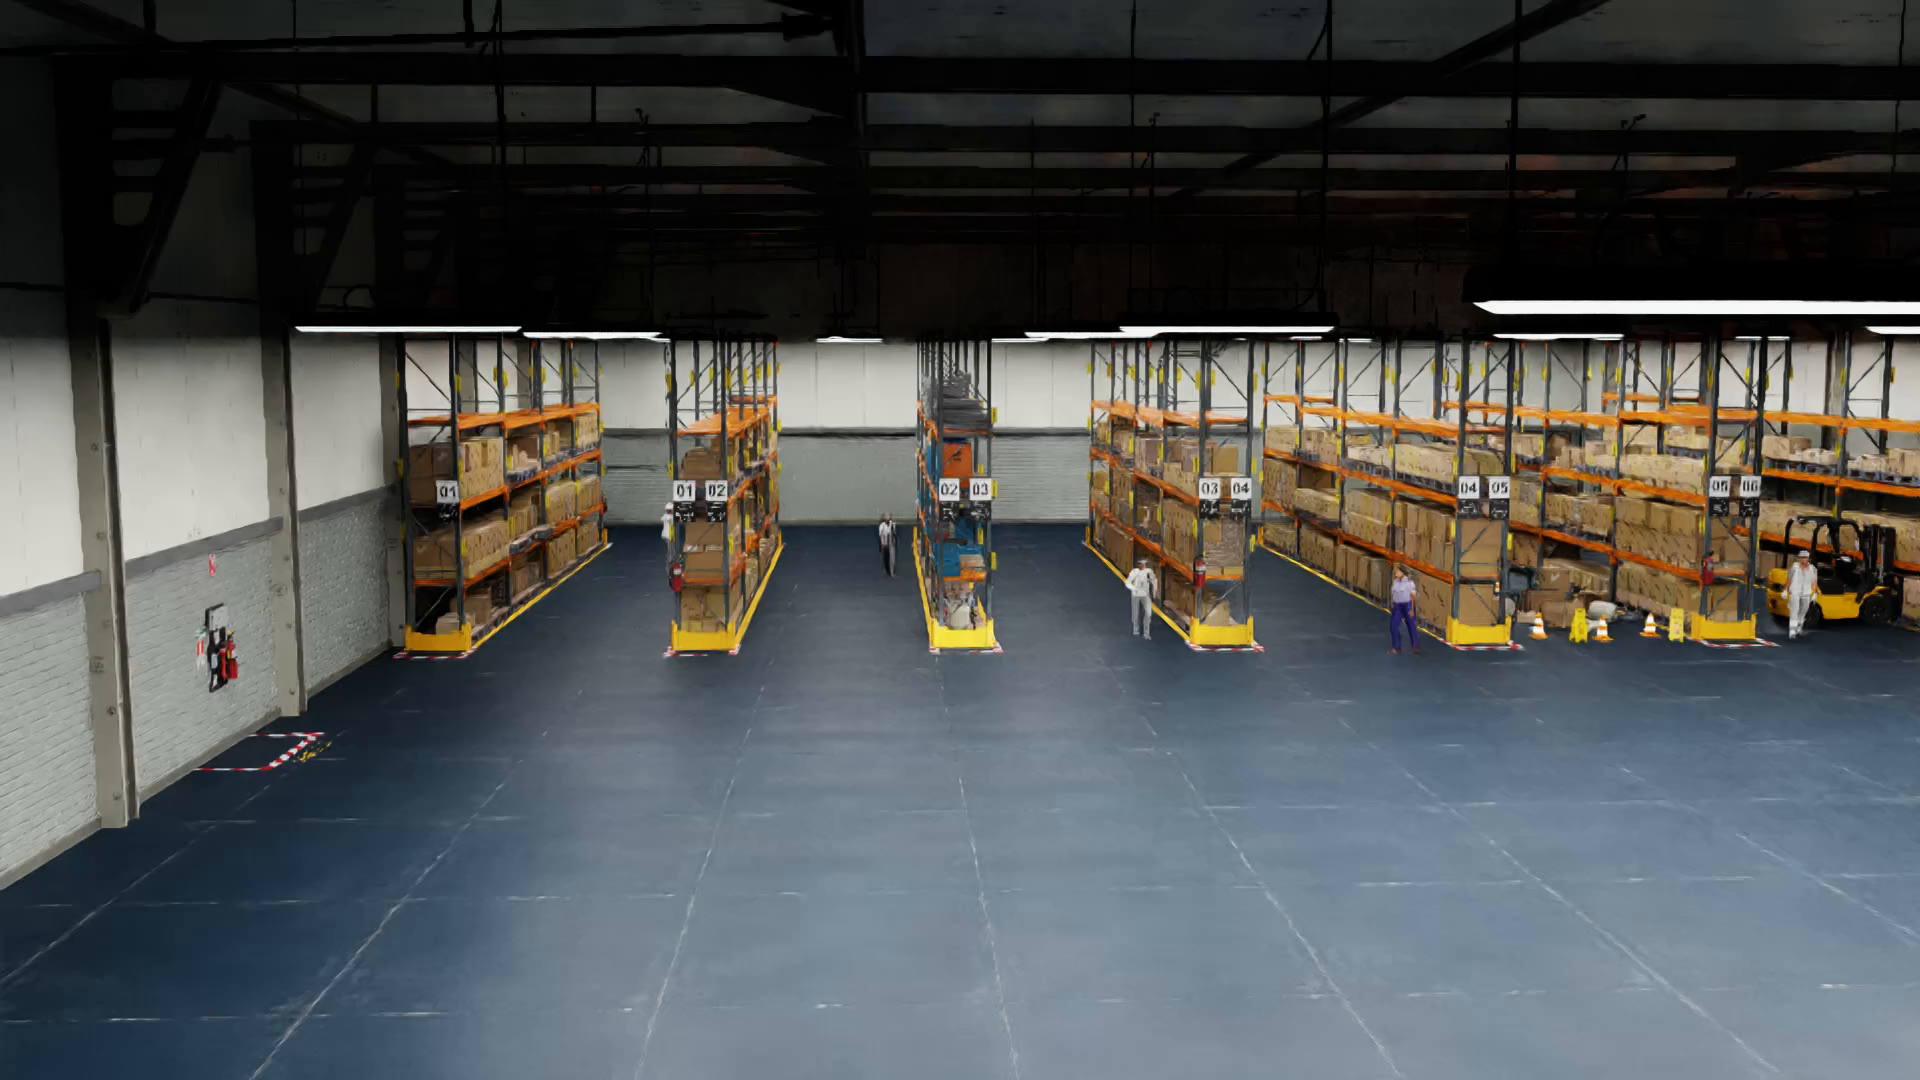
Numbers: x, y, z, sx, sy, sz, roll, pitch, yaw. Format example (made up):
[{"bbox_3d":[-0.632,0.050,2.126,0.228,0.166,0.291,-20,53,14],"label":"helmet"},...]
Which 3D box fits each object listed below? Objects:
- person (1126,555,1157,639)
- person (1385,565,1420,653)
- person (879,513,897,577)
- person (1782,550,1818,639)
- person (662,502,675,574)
[{"bbox_3d":[3.557,1.083,32.594,0.636,1.621,0.813,0,7,2],"label":"person"},{"bbox_3d":[8.272,1.290,30.910,0.558,1.623,0.544,-5,9,-38],"label":"person"},{"bbox_3d":[-1.775,0.096,40.941,0.456,1.589,1.088,0,7,0],"label":"person"},{"bbox_3d":[16.369,1.043,32.374,0.595,1.740,0.944,2,7,14],"label":"person"},{"bbox_3d":[-7.184,-0.054,41.452,0.447,1.780,0.586,-4,8,-33],"label":"person"}]
